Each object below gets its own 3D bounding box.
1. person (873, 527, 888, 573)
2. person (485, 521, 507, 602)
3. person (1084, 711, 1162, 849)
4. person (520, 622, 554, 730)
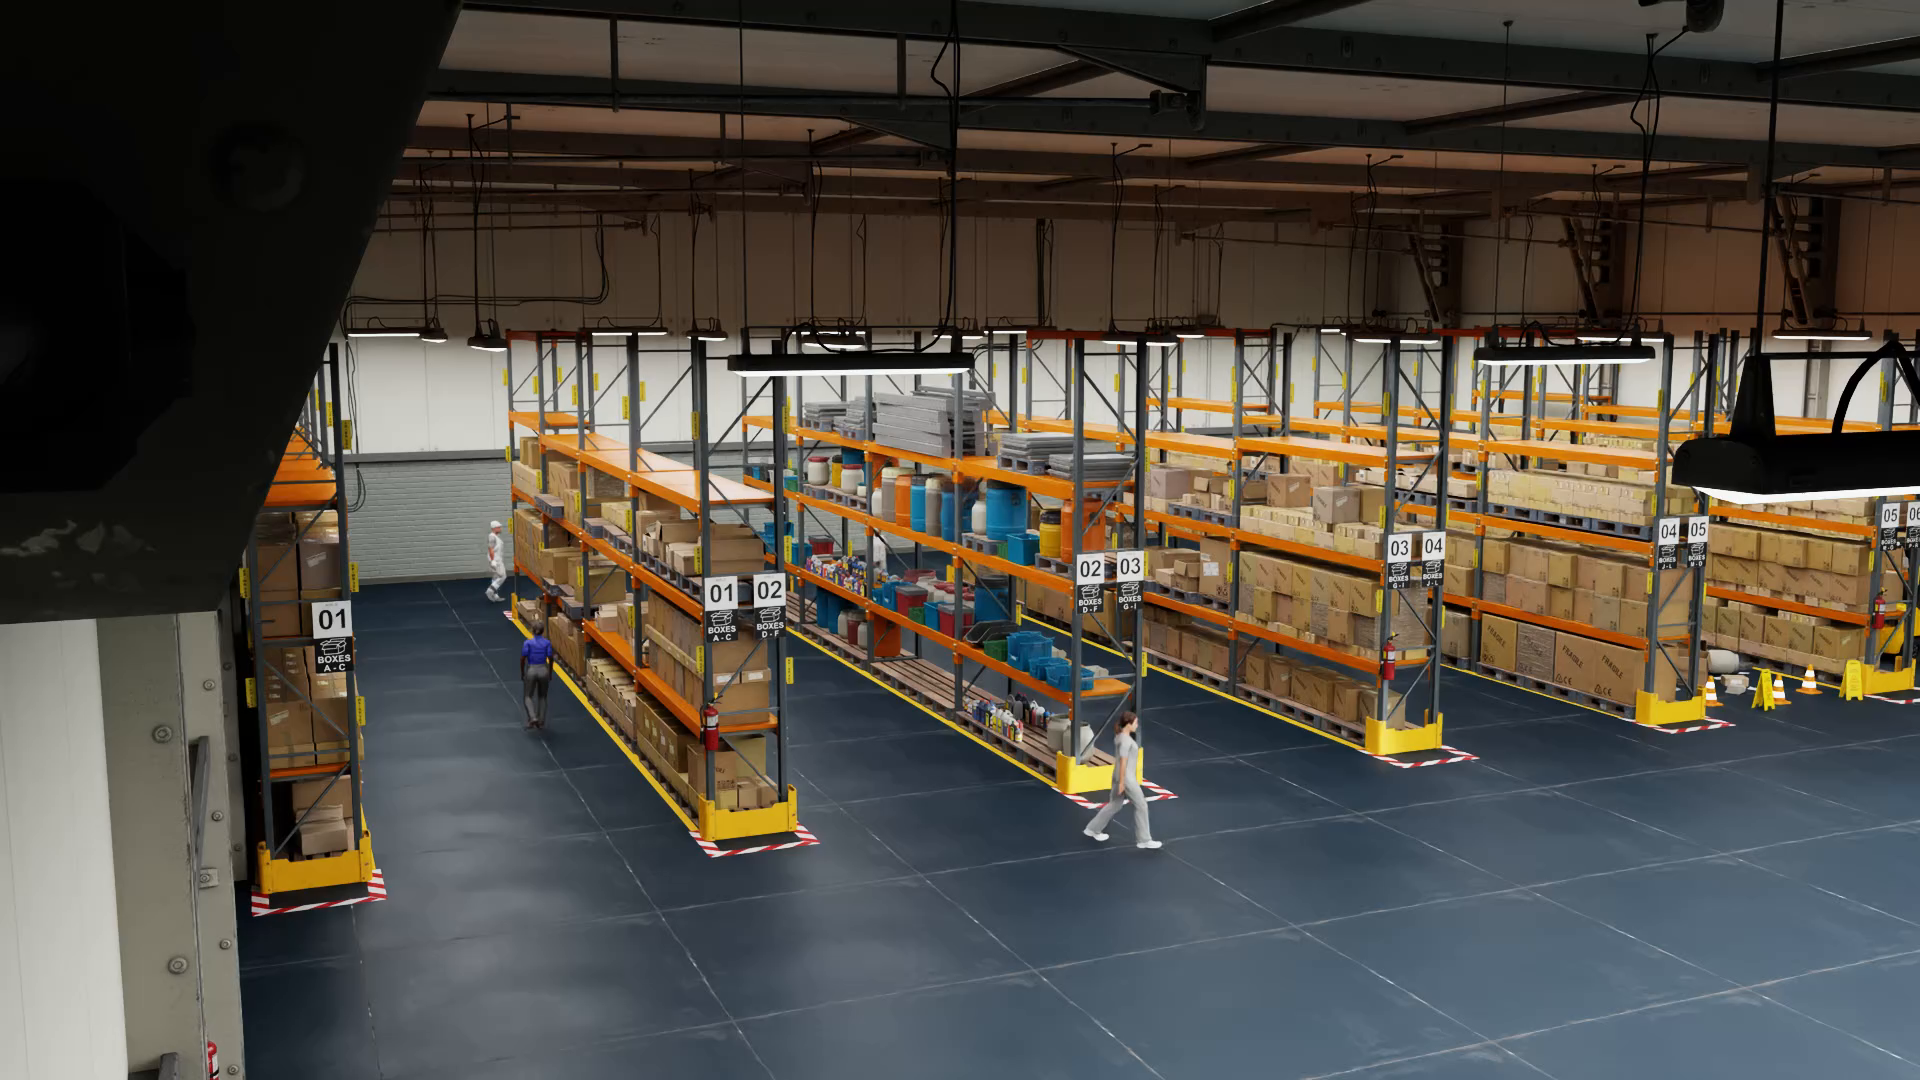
[{"bbox_3d":[-1.870,0.433,37.408,0.504,1.602,1.043,-3,8,-23],"label":"person"},{"bbox_3d":[-10.207,0.472,36.457,0.471,1.788,0.579,-2,8,-18],"label":"person"},{"bbox_3d":[1.941,2.837,19.801,0.880,1.640,0.455,-1,8,-7],"label":"person"},{"bbox_3d":[-6.436,2.090,25.362,0.501,1.631,0.610,-3,8,-20],"label":"person"}]
